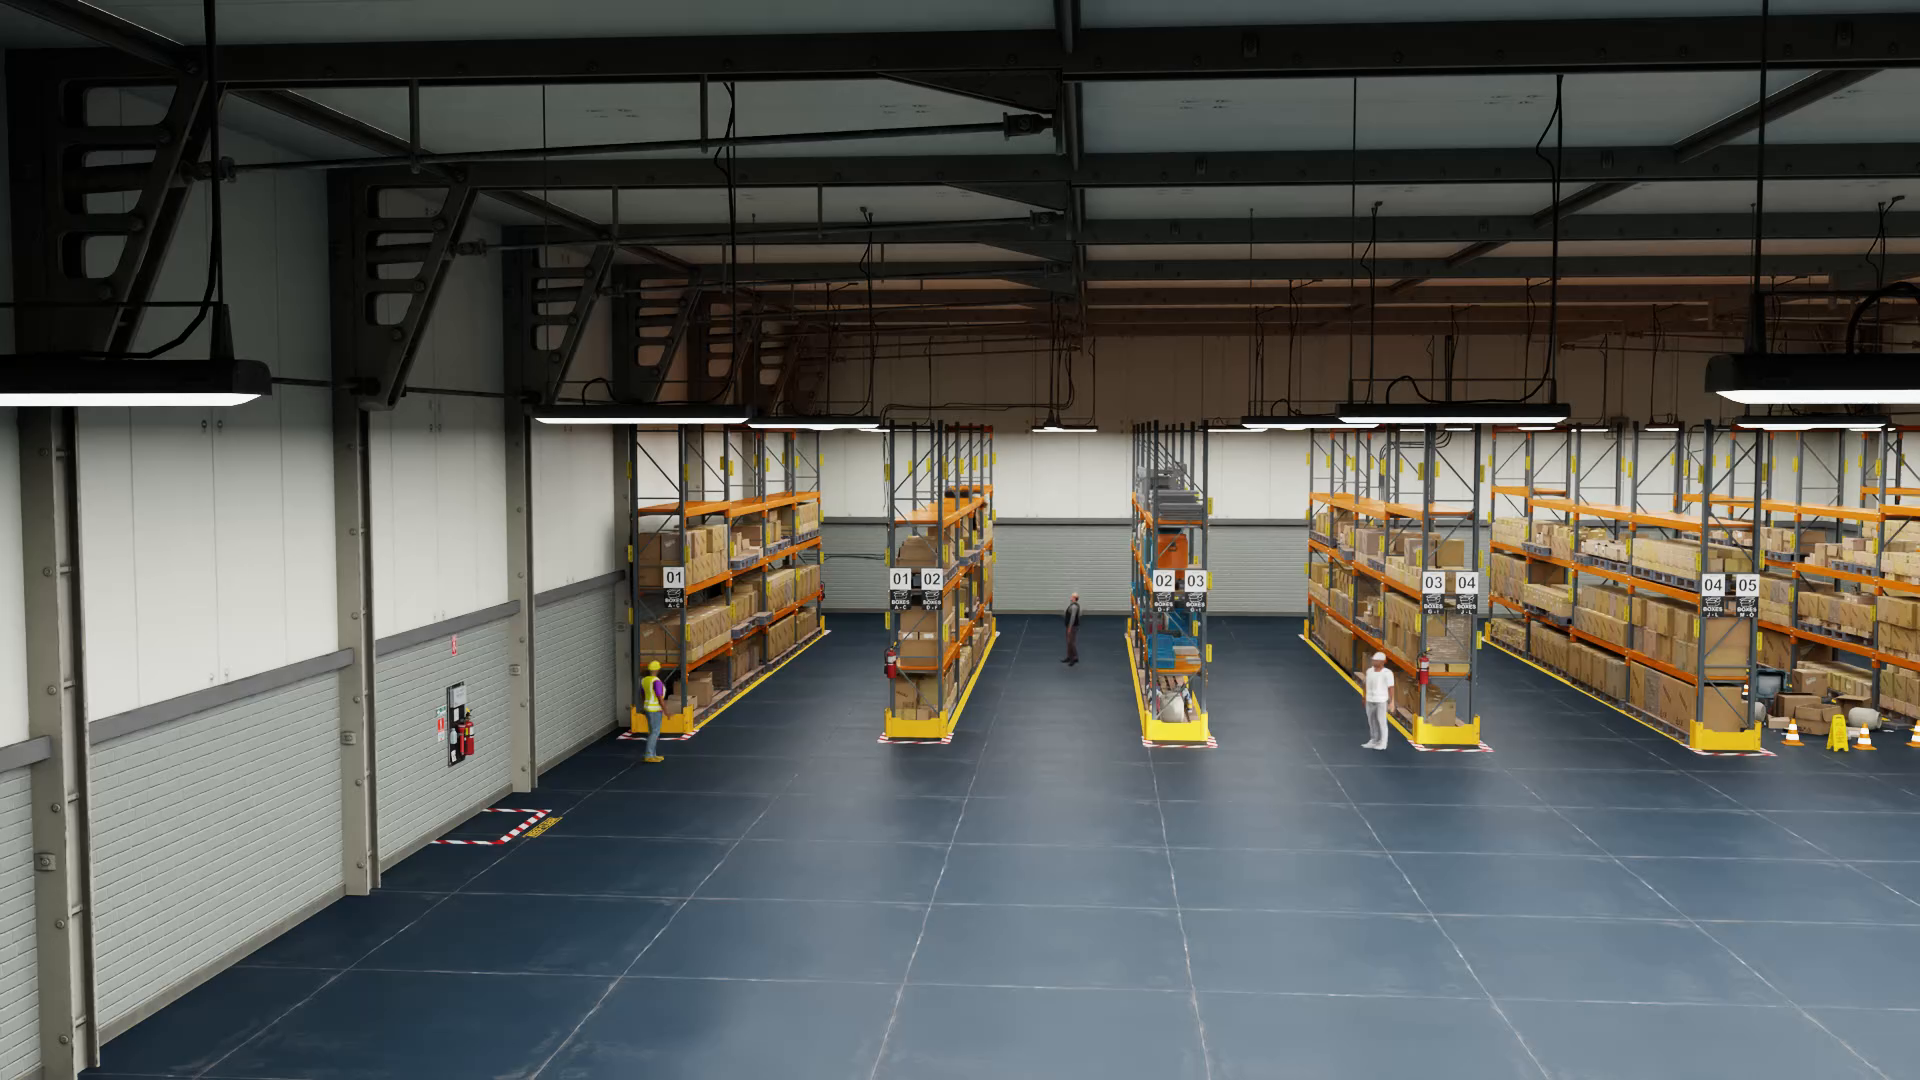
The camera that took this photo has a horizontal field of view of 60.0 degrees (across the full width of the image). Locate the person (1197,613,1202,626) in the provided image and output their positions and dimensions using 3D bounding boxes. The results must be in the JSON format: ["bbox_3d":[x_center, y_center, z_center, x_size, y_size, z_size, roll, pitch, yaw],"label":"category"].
[{"bbox_3d":[7.152,1.796,50.166,0.447,1.545,0.660,0,4,-1],"label":"person"}]

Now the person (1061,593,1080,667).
[{"bbox_3d":[2.718,2.187,40.795,0.485,1.787,0.611,0,4,-5],"label":"person"}]

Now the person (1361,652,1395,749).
[{"bbox_3d":[7.603,2.924,30.221,0.359,1.775,0.683,-3,5,-38],"label":"person"}]

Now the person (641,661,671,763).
[{"bbox_3d":[-5.343,2.999,29.126,0.430,1.770,0.611,-2,4,-30],"label":"person"}]
